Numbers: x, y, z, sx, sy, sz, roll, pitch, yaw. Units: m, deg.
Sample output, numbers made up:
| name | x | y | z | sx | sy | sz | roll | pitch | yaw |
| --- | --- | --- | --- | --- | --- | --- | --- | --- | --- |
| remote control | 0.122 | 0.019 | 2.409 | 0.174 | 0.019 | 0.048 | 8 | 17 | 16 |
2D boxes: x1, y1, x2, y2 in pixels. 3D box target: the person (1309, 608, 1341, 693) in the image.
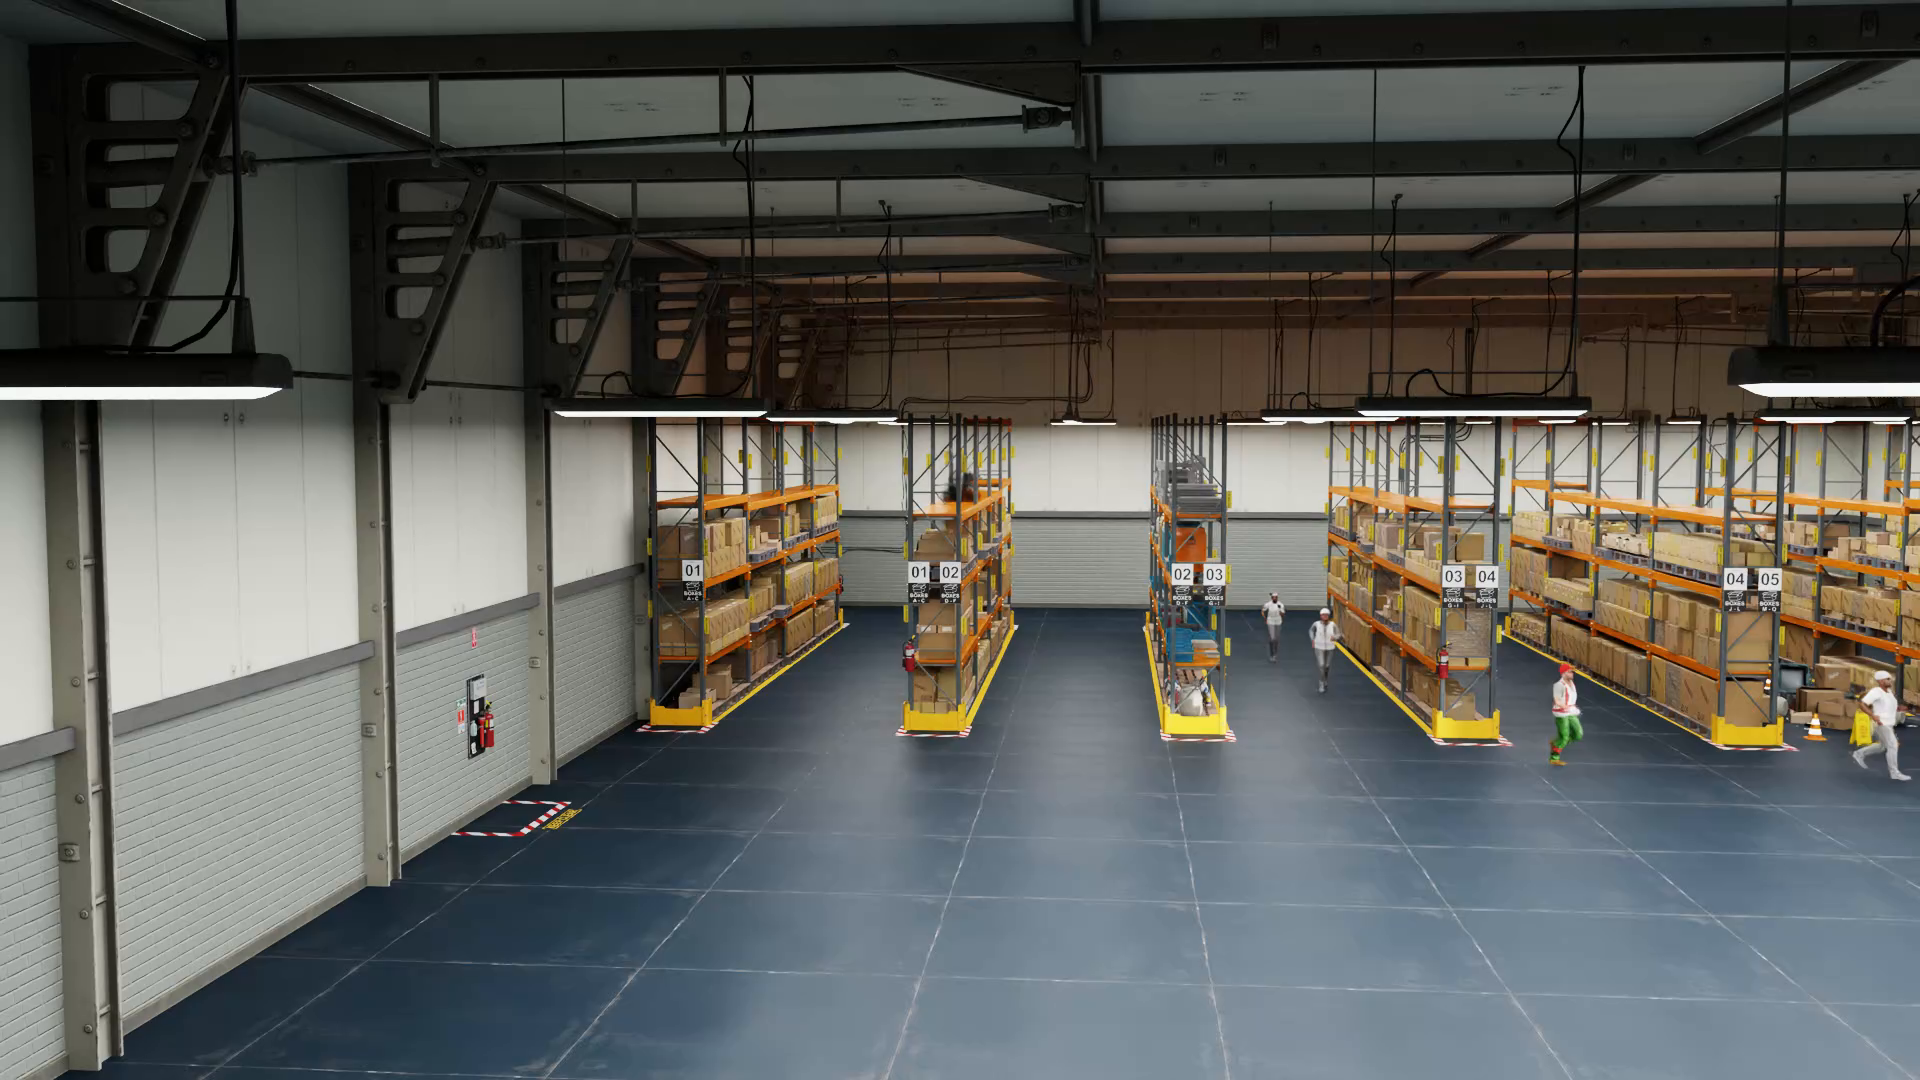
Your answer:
| name | x | y | z | sx | sy | sz | roll | pitch | yaw |
| --- | --- | --- | --- | --- | --- | --- | --- | --- | --- |
| person | 7.984 | 2.389 | 36.371 | 0.649 | 1.808 | 0.834 | 0 | 4 | 3 |

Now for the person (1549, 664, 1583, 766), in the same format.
| name | x | y | z | sx | sy | sz | roll | pitch | yaw |
| --- | --- | --- | --- | --- | --- | --- | --- | --- | --- |
| person | 10.273 | 2.959 | 28.131 | 0.684 | 1.738 | 0.658 | -3 | 5 | -40 |

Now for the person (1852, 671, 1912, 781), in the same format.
| name | x | y | z | sx | sy | sz | roll | pitch | yaw |
| --- | --- | --- | --- | --- | --- | --- | --- | --- | --- |
| person | 15.080 | 3.006 | 27.184 | 0.711 | 1.748 | 0.954 | -3 | 5 | -42 |

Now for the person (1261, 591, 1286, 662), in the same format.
| name | x | y | z | sx | sy | sz | roll | pitch | yaw |
| --- | --- | --- | --- | --- | --- | --- | --- | --- | --- |
| person | 7.745 | 2.125 | 40.990 | 0.557 | 1.757 | 0.709 | 0 | 4 | -4 |
